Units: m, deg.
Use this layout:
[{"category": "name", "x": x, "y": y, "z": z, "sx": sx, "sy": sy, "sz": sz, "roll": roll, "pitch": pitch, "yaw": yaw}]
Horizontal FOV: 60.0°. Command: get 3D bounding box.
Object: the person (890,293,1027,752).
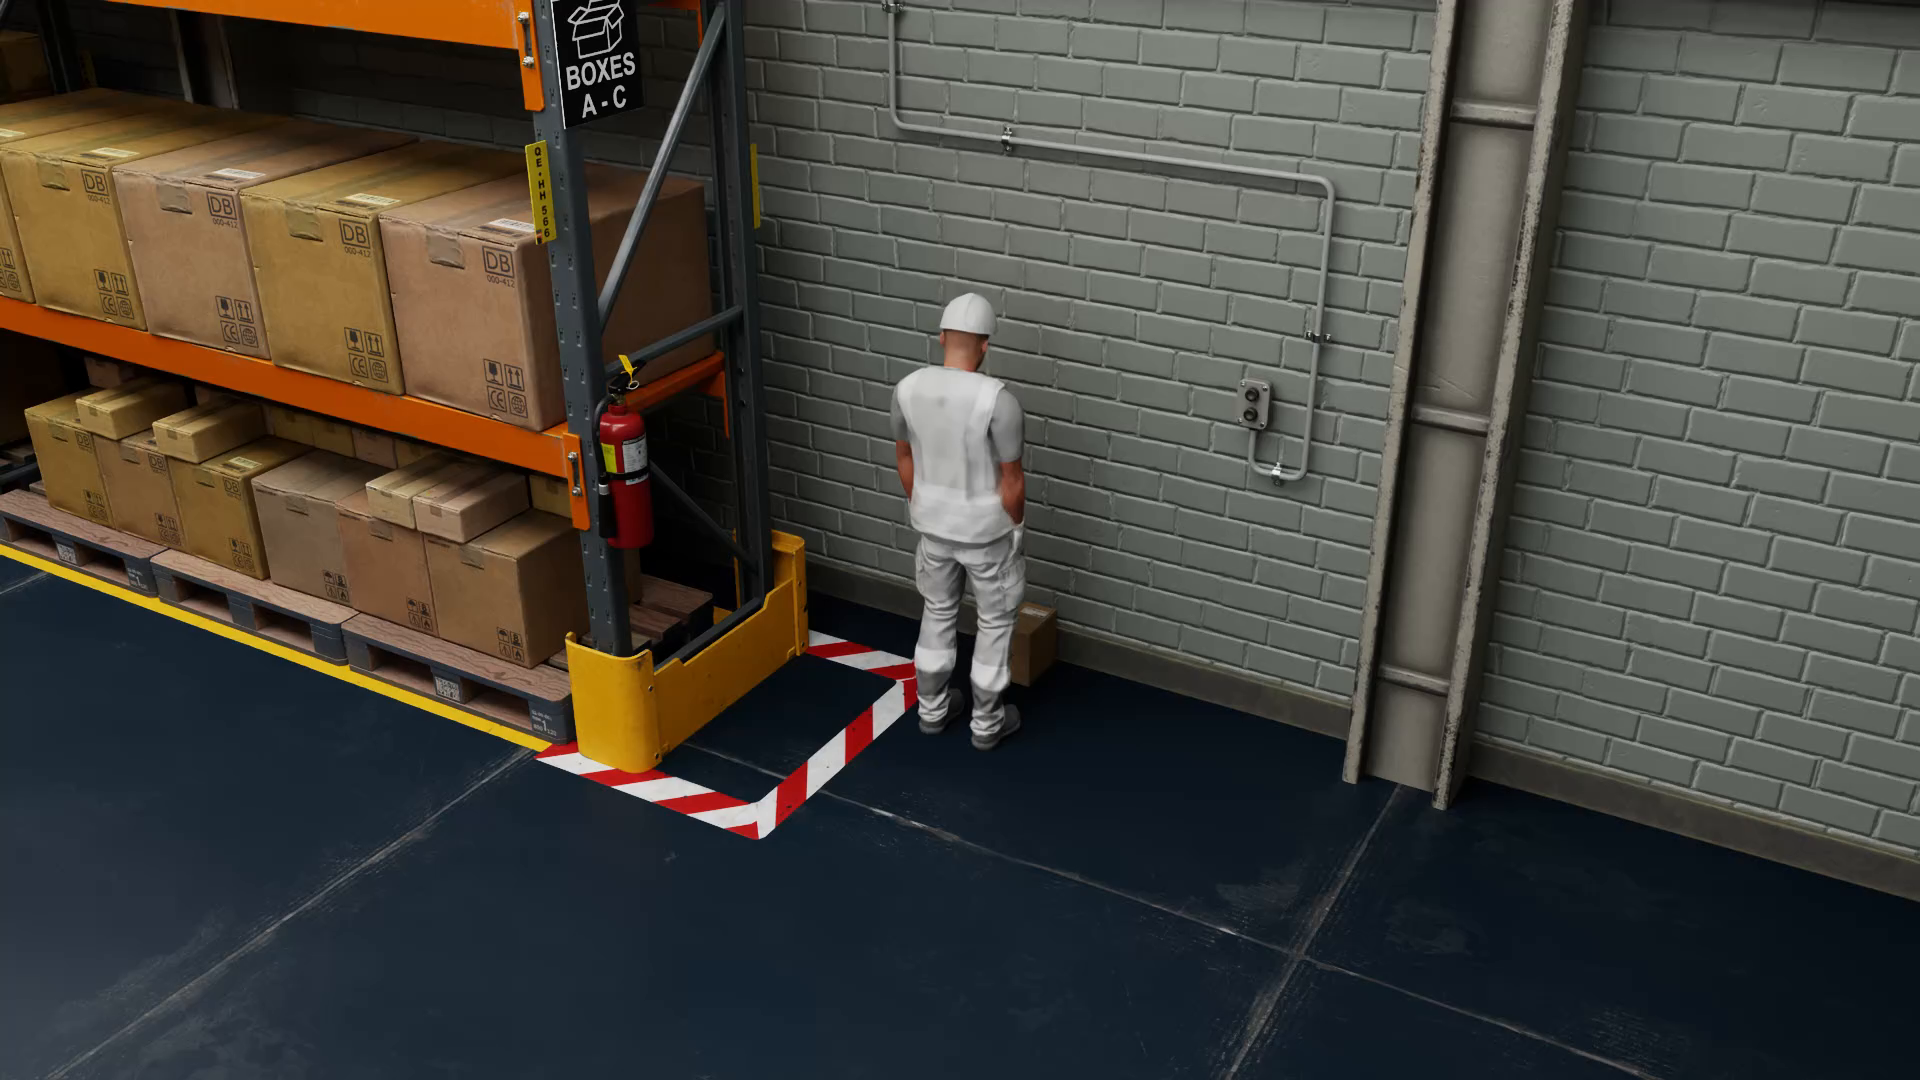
[{"category": "person", "x": 0.015, "y": -0.062, "z": 6.236, "sx": 0.533, "sy": 1.767, "sz": 0.388, "roll": 14, "pitch": 29, "yaw": 25}]
